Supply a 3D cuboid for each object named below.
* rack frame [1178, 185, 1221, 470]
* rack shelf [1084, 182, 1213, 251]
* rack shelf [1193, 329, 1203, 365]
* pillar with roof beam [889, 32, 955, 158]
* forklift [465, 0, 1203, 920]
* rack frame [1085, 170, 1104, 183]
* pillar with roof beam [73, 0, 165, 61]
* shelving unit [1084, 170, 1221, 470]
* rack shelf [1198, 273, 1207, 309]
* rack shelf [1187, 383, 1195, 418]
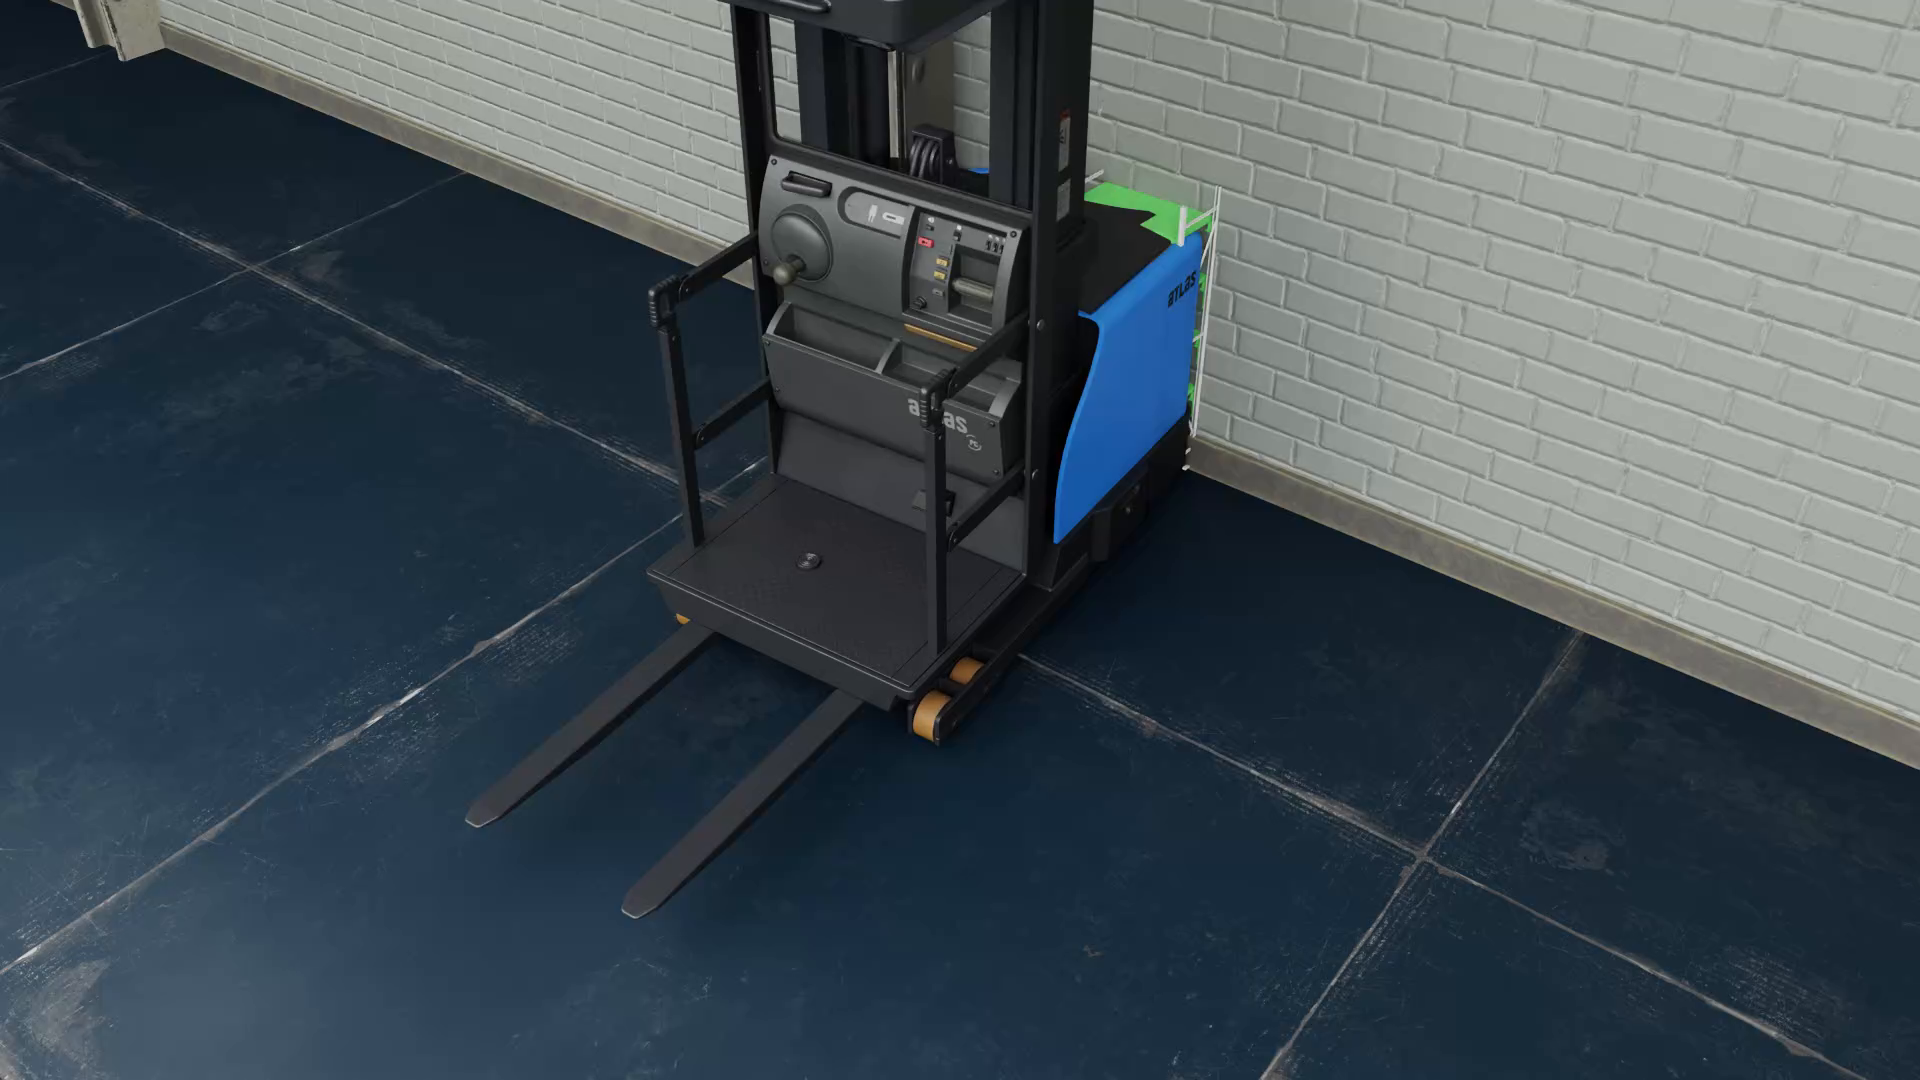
[{"bbox_3d":[0.845,-0.725,6.181,0.015,1.200,0.240,28,45,31],"label":"rack frame"},{"bbox_3d":[0.661,-1.153,6.056,0.480,0.148,0.258,28,45,31],"label":"rack shelf"},{"bbox_3d":[0.659,-0.771,6.346,0.480,0.148,0.258,28,45,31],"label":"rack shelf"},{"bbox_3d":[-2.883,-2.181,1.736,0.400,9.000,9.100,25,45,29],"label":"pillar with roof beam"},{"bbox_3d":[-0.341,-0.832,4.935,1.130,2.935,3.031,22,43,25],"label":"forklift"},{"bbox_3d":[0.474,-0.919,6.434,0.015,1.200,0.240,28,45,31],"label":"rack frame"},{"bbox_3d":[-7.648,-4.428,4.606,0.400,9.000,9.100,25,45,29],"label":"pillar with roof beam"},{"bbox_3d":[0.660,-0.822,6.308,0.503,1.200,0.258,28,45,31],"label":"shelving unit"},{"bbox_3d":[0.660,-0.962,6.201,0.480,0.148,0.258,28,45,31],"label":"rack shelf"},{"bbox_3d":[0.659,-0.580,6.492,0.480,0.148,0.258,28,45,31],"label":"rack shelf"}]
